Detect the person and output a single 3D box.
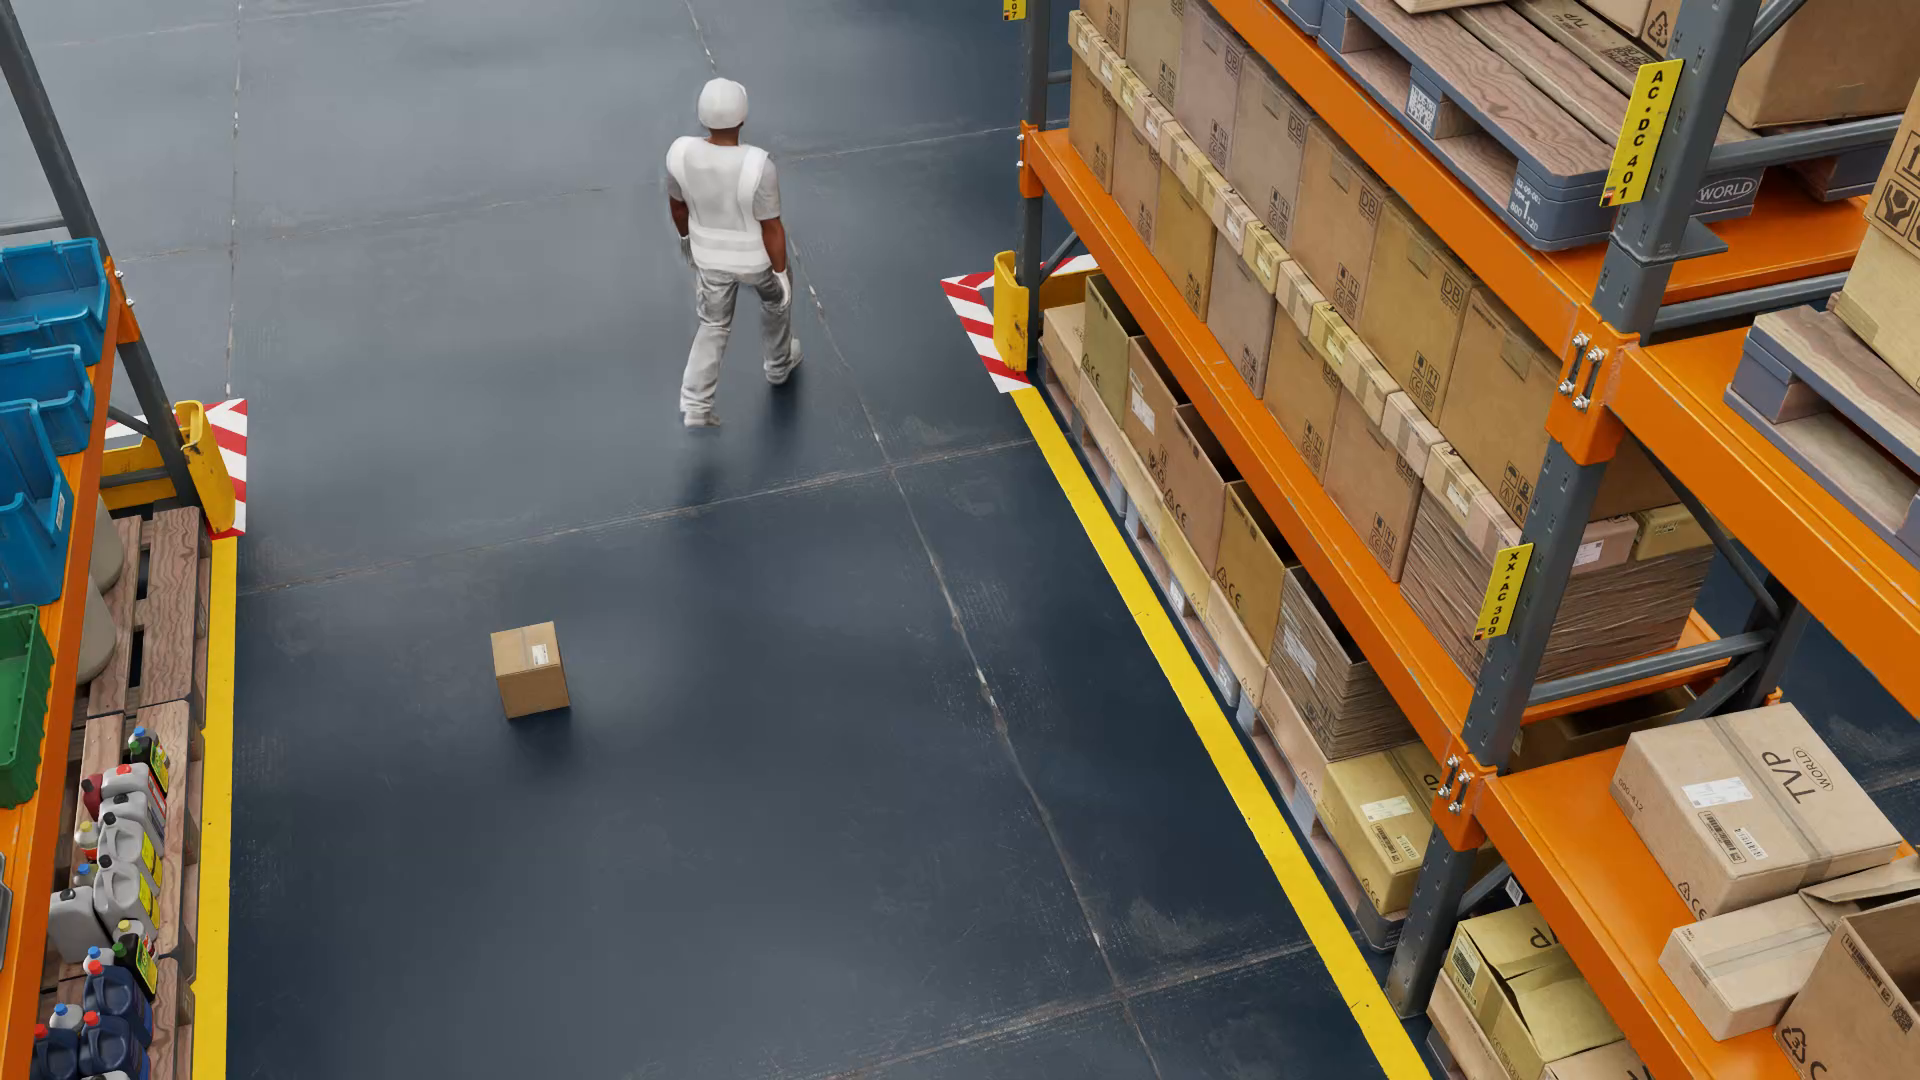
[{"bbox_3d":[-1.040,-1.310,7.608,0.587,1.745,0.976,8,42,9],"label":"person"}]
